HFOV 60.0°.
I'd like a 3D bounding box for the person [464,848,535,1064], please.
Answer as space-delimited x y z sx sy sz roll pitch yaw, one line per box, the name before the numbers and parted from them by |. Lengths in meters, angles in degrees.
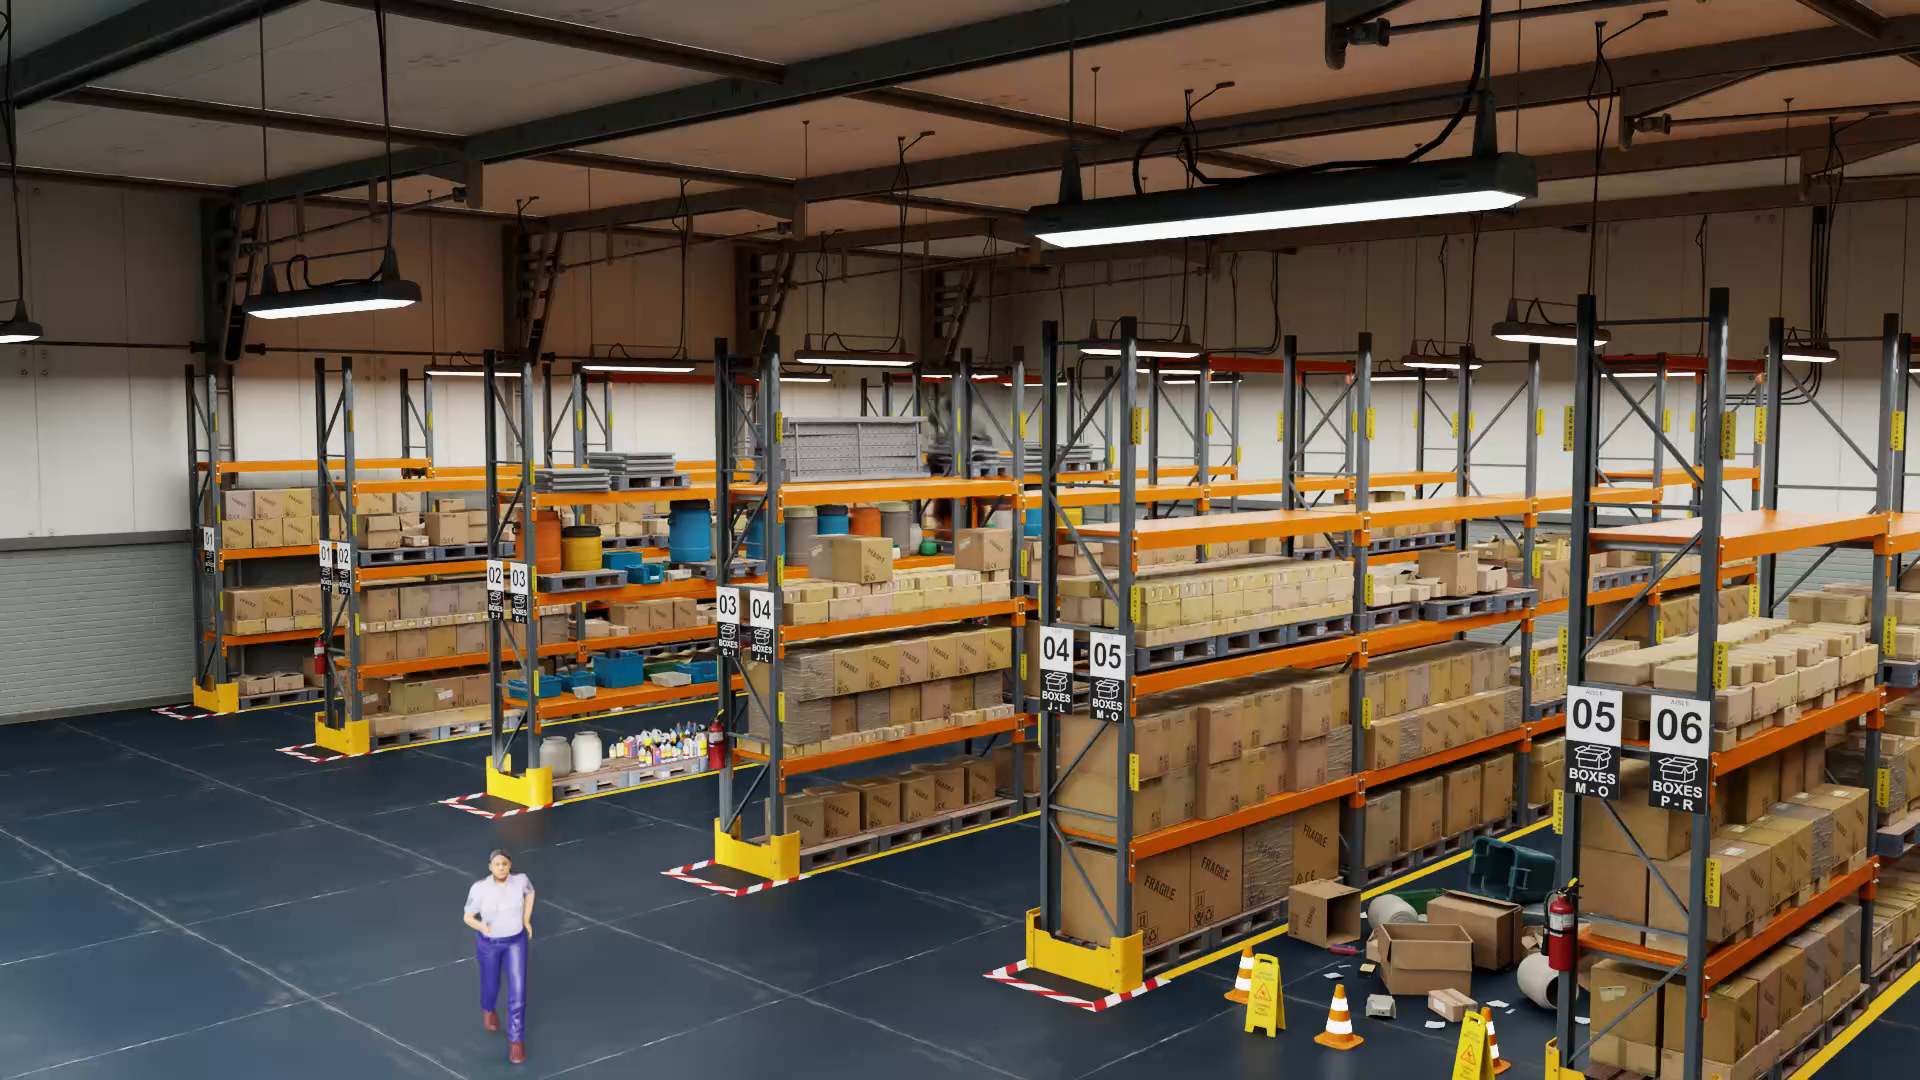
person | -3.736 3.311 13.529 0.577 1.638 0.925 -2 5 -20
